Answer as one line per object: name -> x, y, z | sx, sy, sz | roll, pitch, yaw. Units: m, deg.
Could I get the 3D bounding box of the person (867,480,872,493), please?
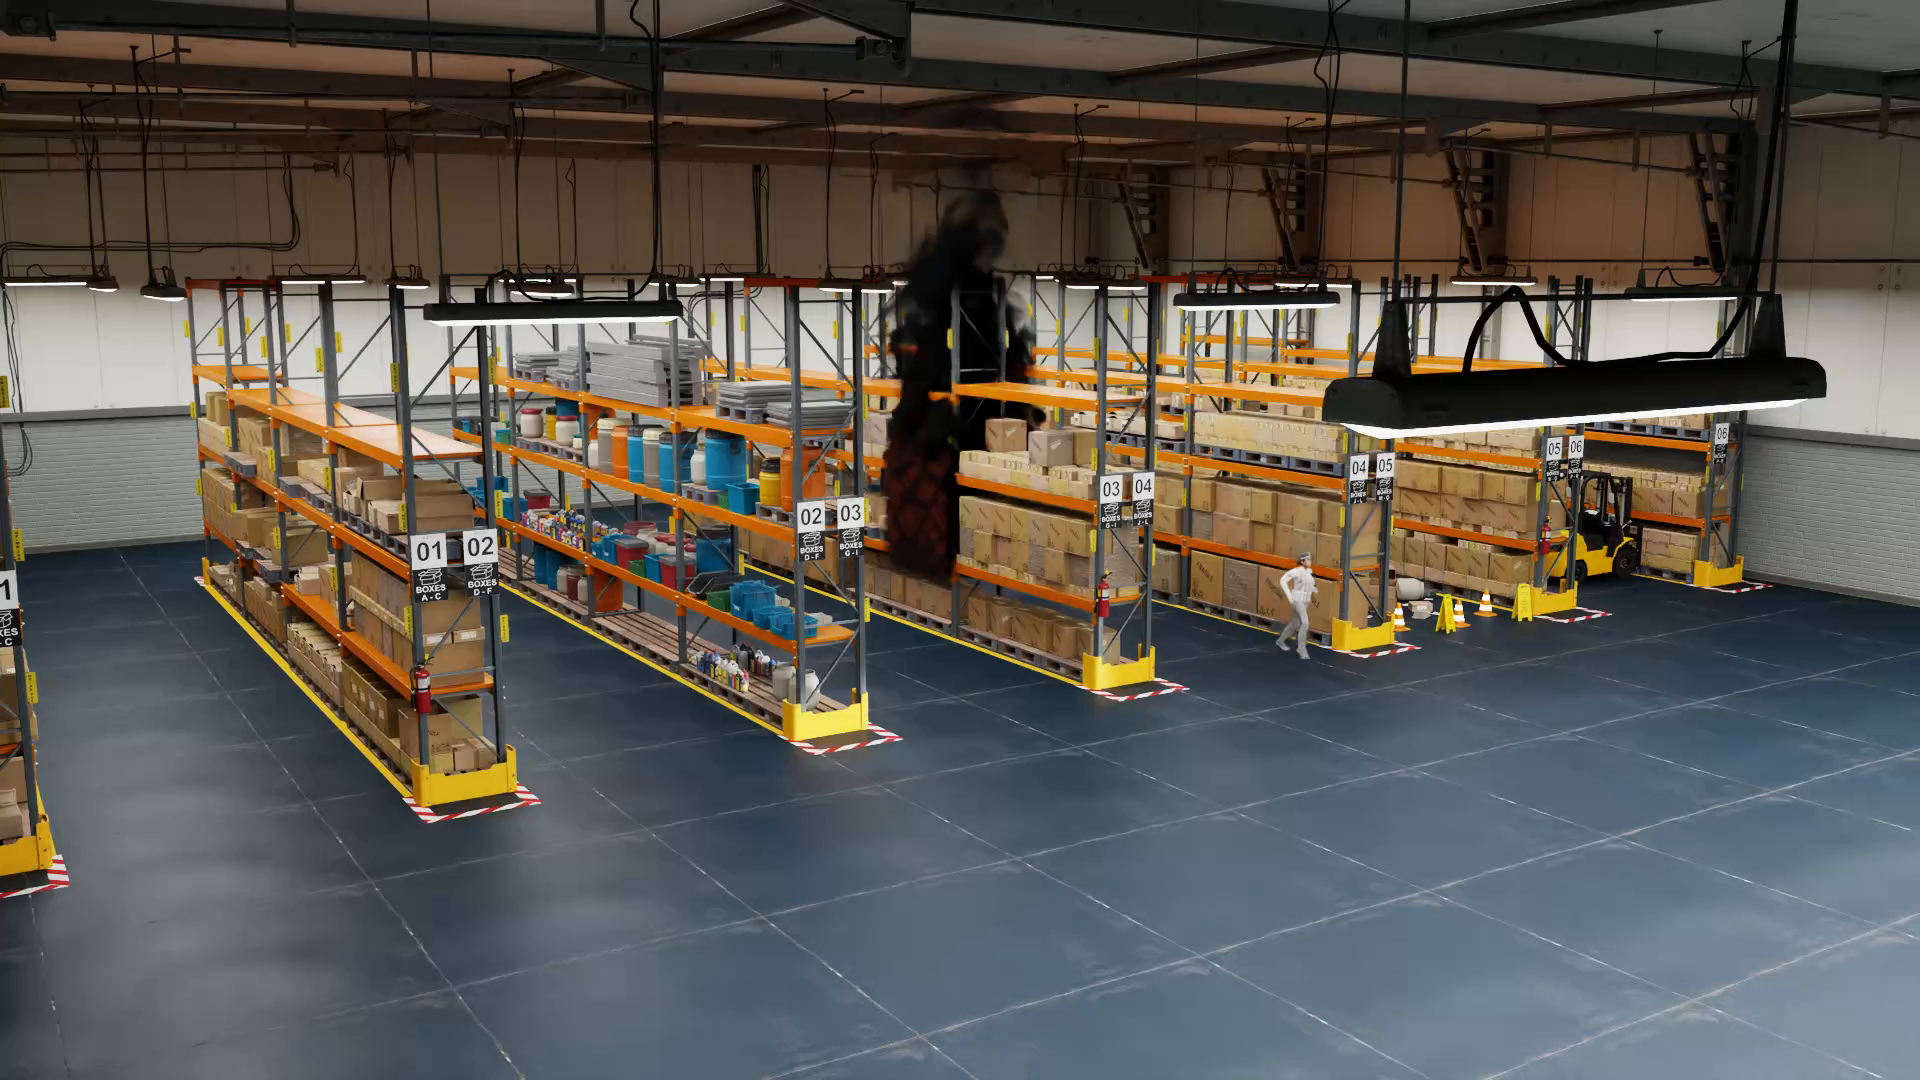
person -> -2.277, -0.841, 38.234 | 0.587, 1.622, 0.594 | -4, 10, -21

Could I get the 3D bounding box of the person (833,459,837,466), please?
person -> -3.158, -1.391, 41.510 | 0.513, 1.575, 0.707 | -5, 11, -28

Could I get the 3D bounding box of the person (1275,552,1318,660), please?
person -> 5.497, 1.030, 26.938 | 0.607, 1.724, 0.764 | -9, 13, -44
